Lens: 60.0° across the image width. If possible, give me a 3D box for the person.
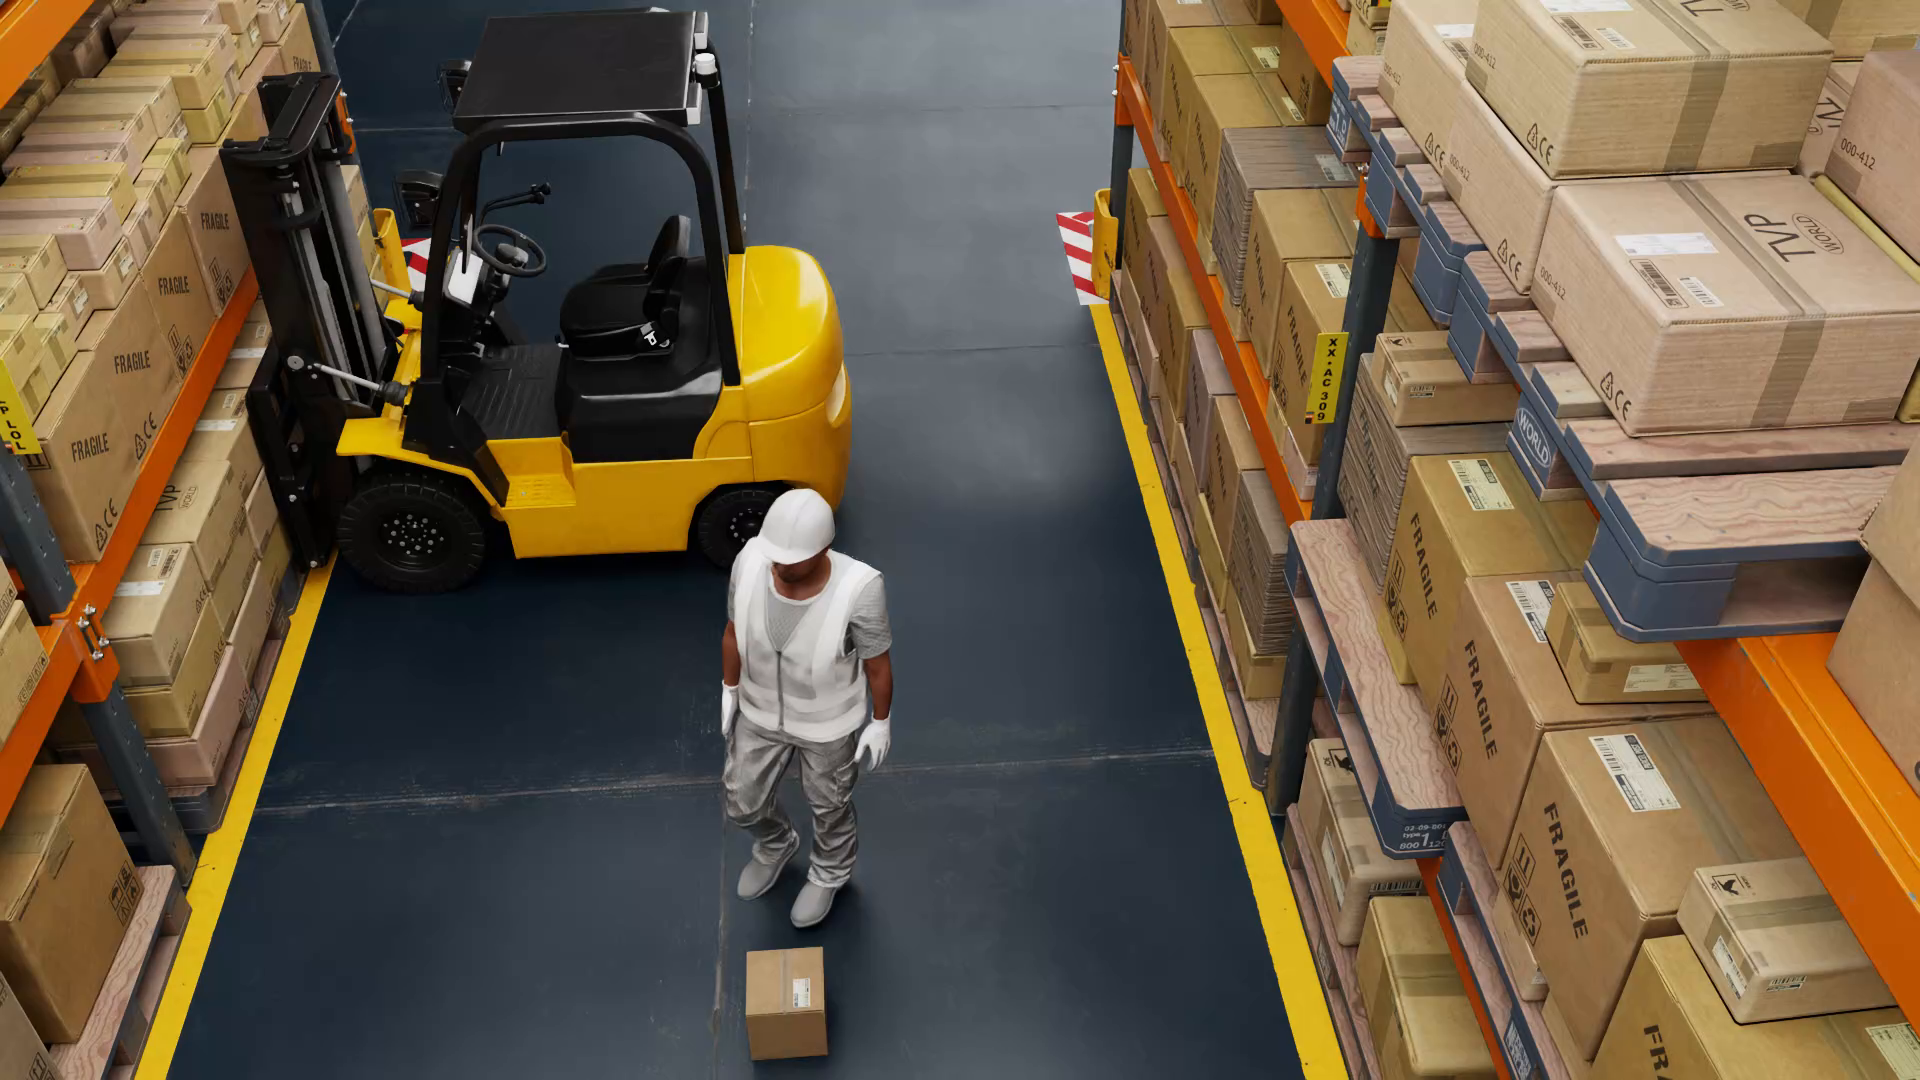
[{"bbox_3d":[-0.515,0.585,5.409,0.576,1.811,0.404,13,41,16],"label":"person"}]
